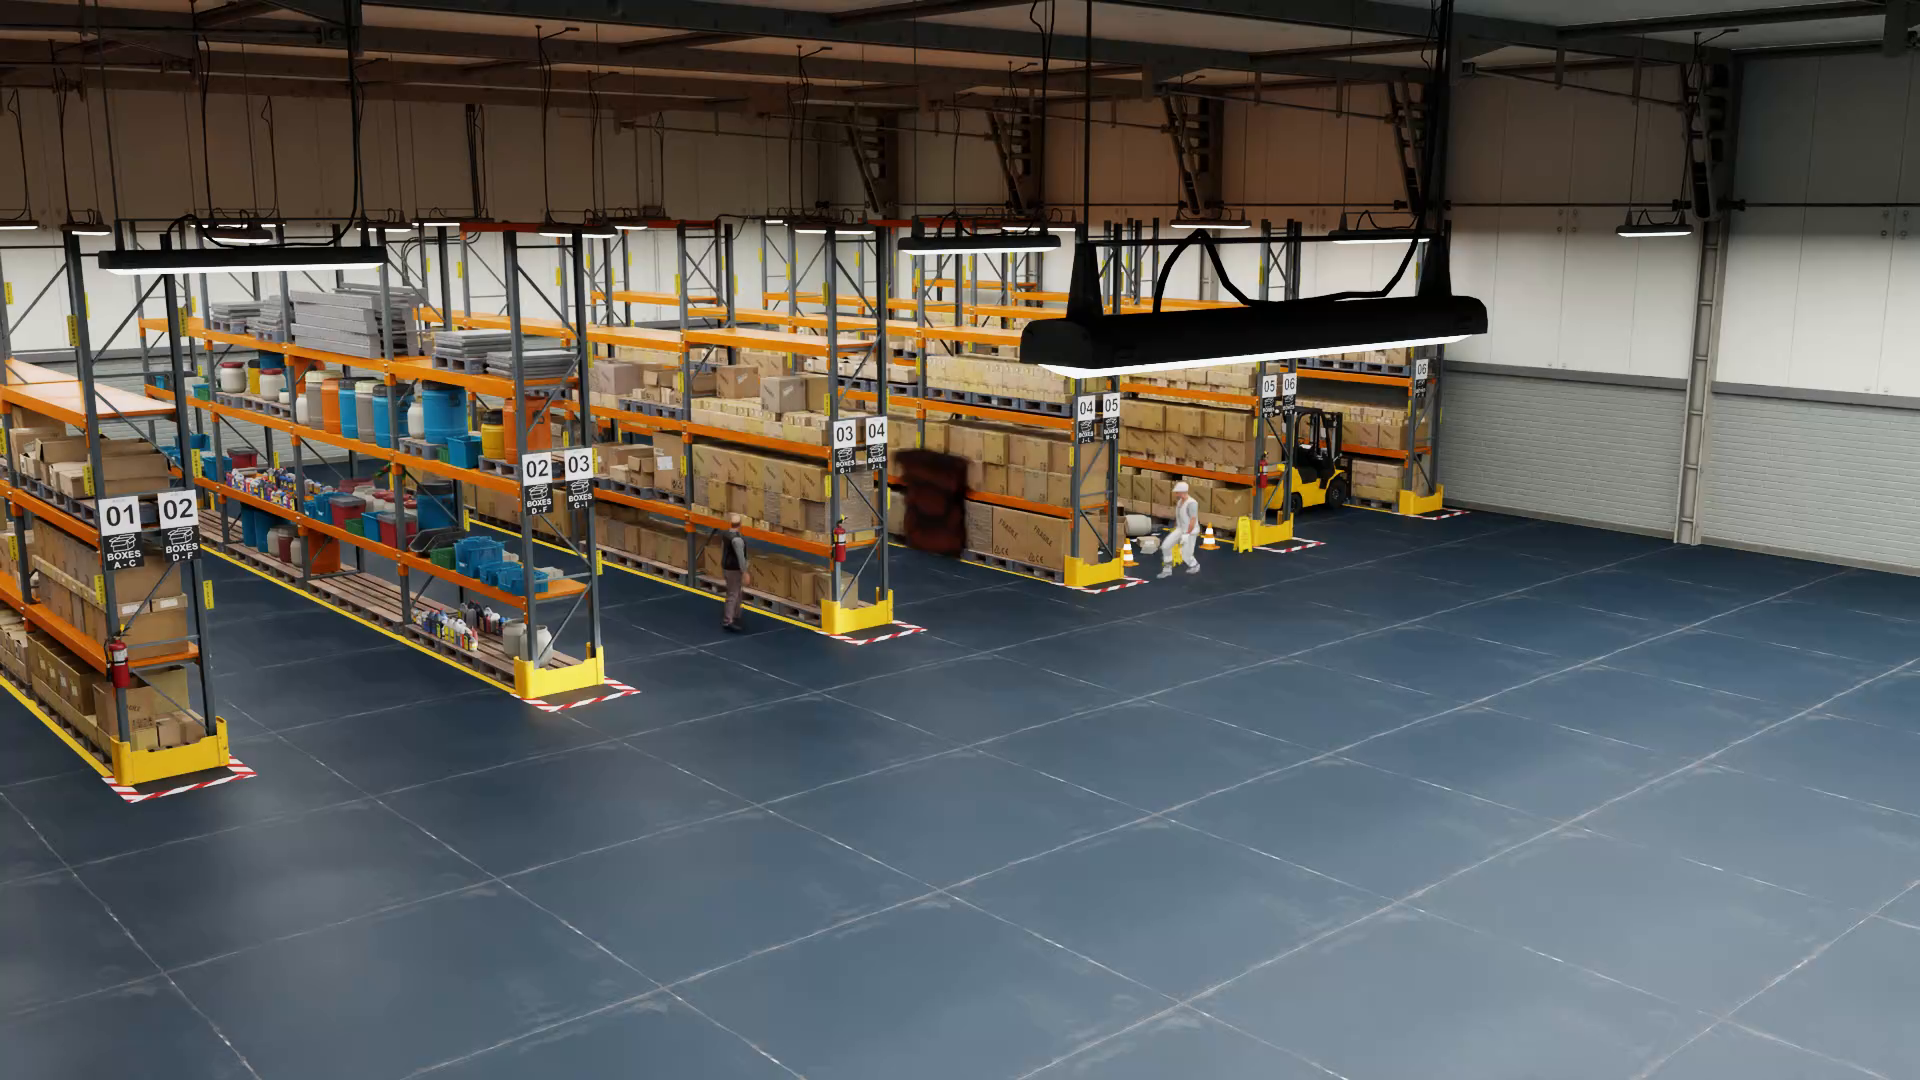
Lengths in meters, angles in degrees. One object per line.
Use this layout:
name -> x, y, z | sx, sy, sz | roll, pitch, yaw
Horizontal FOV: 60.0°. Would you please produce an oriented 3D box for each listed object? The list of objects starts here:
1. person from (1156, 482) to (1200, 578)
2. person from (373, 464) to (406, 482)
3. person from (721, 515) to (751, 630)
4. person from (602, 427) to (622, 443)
person -> 3.680, -0.174, 27.385 | 0.526, 1.572, 0.875 | 9, 15, 39
person -> -12.975, -2.141, 38.022 | 0.902, 1.738, 0.600 | -3, 12, -13
person -> -3.409, 0.494, 25.165 | 0.491, 1.763, 0.647 | -4, 12, -17
person -> -8.700, -2.892, 41.648 | 0.582, 1.760, 0.647 | 7, 13, 30
